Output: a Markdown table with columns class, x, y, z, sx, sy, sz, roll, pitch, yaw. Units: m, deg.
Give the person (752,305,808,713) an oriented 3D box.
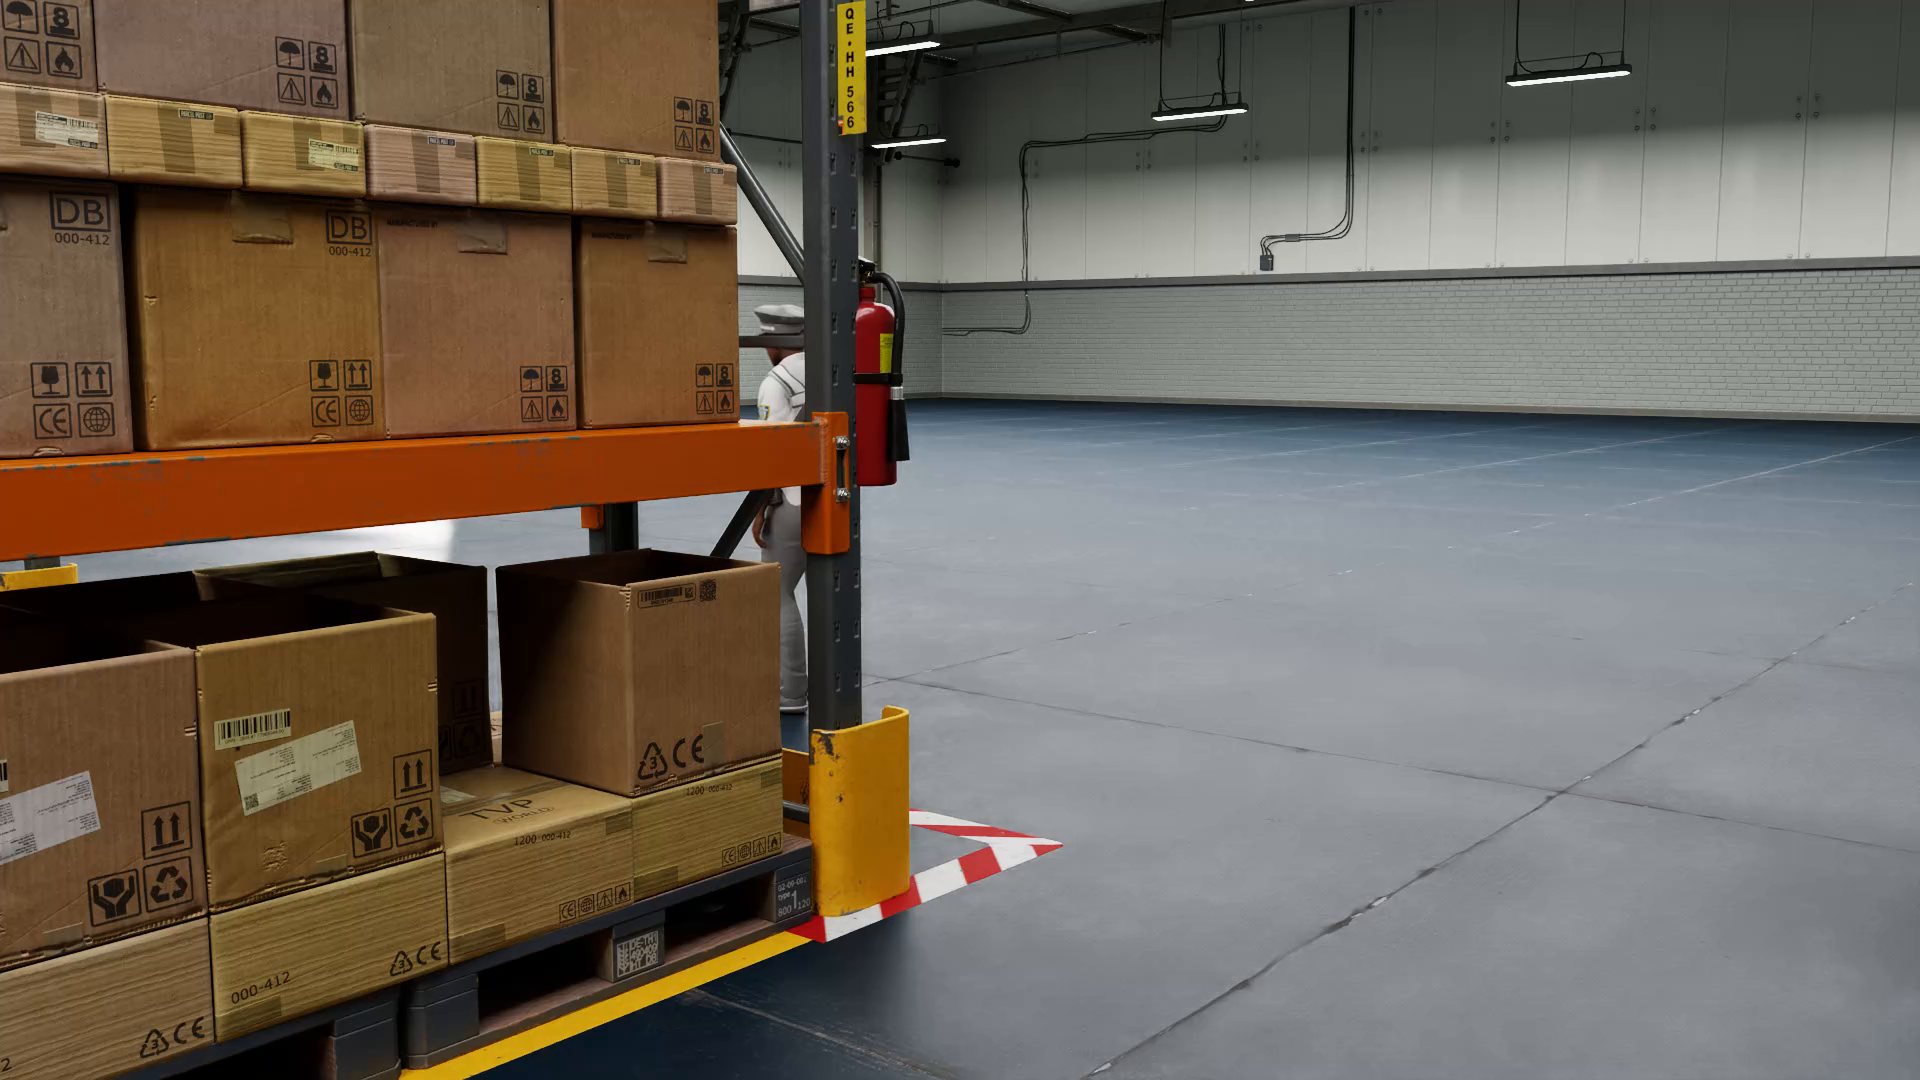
| class | x | y | z | sx | sy | sz | roll | pitch | yaw |
| --- | --- | --- | --- | --- | --- | --- | --- | --- | --- |
| person | -0.646 | -0.125 | 6.793 | 0.415 | 1.659 | 0.505 | 5 | 9 | 39 |
